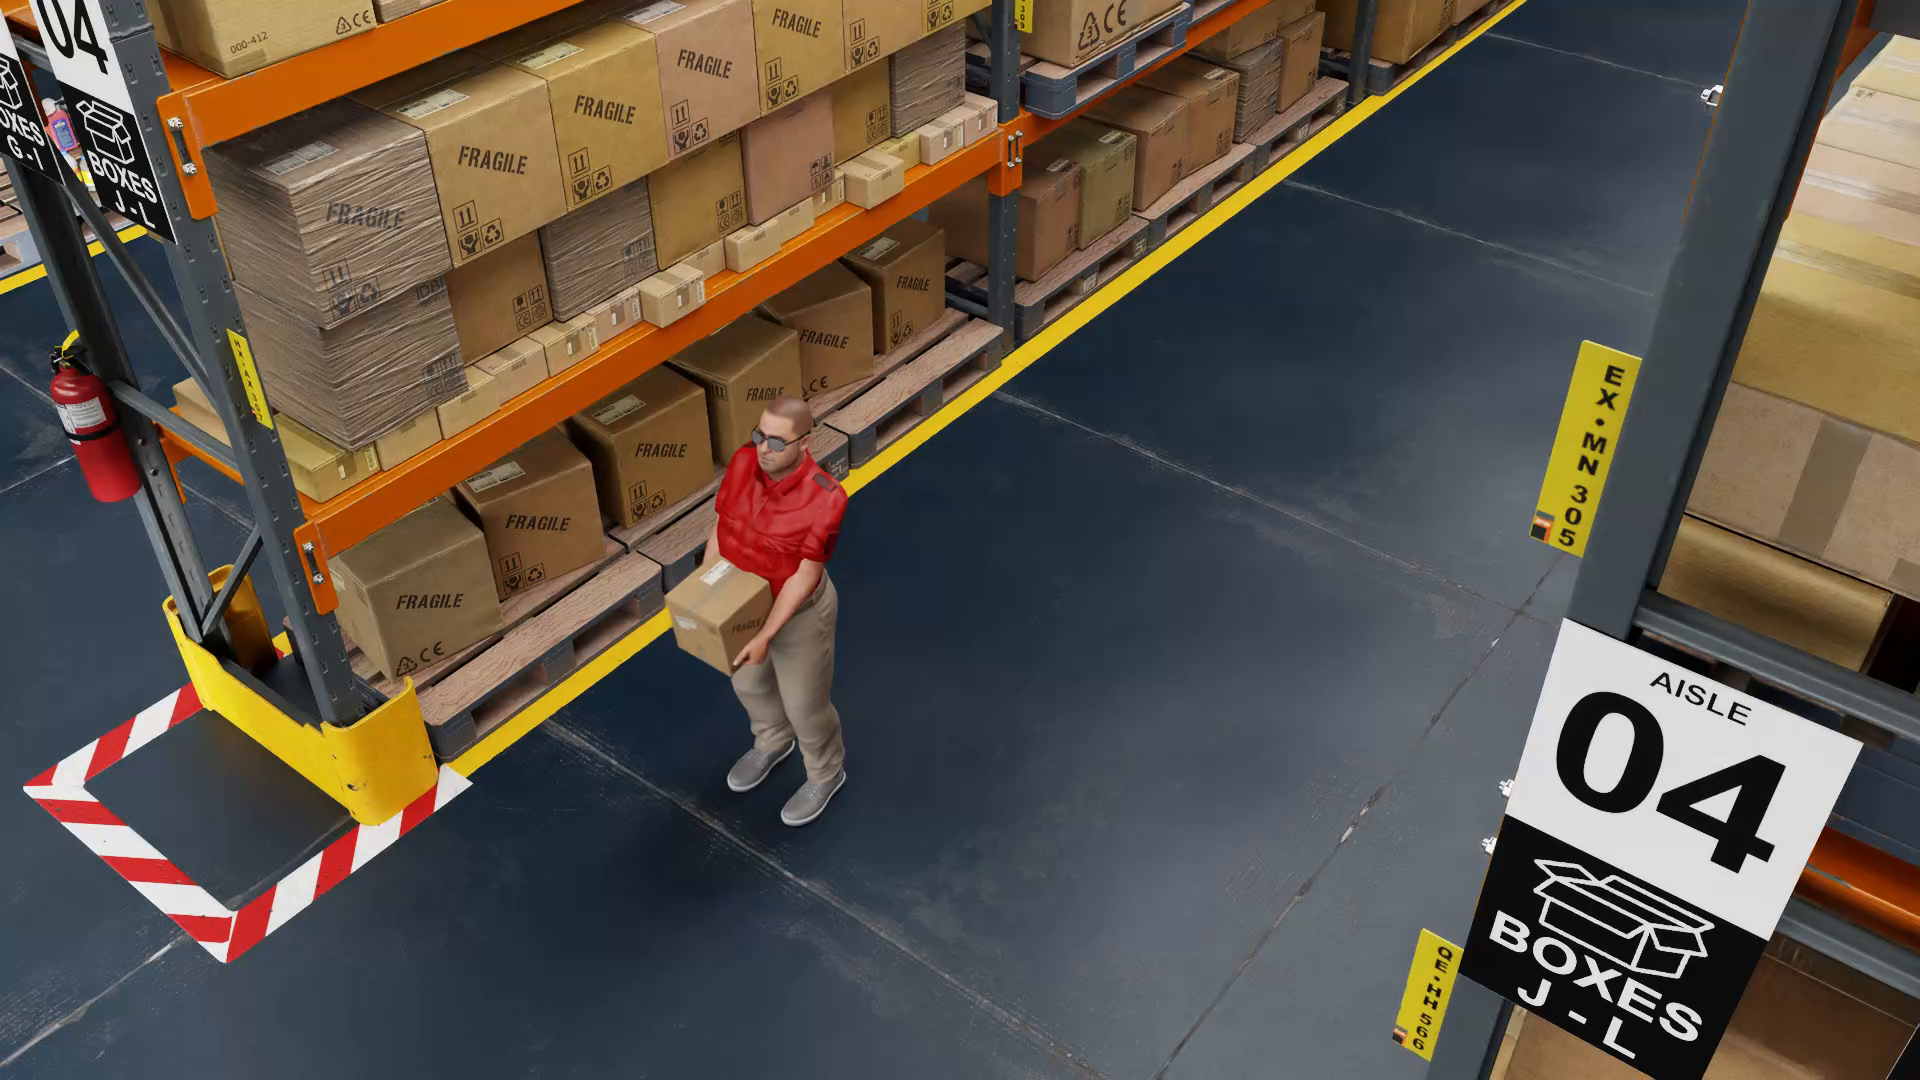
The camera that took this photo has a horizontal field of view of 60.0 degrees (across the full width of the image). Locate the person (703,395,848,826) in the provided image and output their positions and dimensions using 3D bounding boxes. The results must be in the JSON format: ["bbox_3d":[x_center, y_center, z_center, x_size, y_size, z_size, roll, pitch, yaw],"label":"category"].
[{"bbox_3d":[-0.679,0.296,5.806,0.493,1.712,0.537,26,45,29],"label":"person"}]
